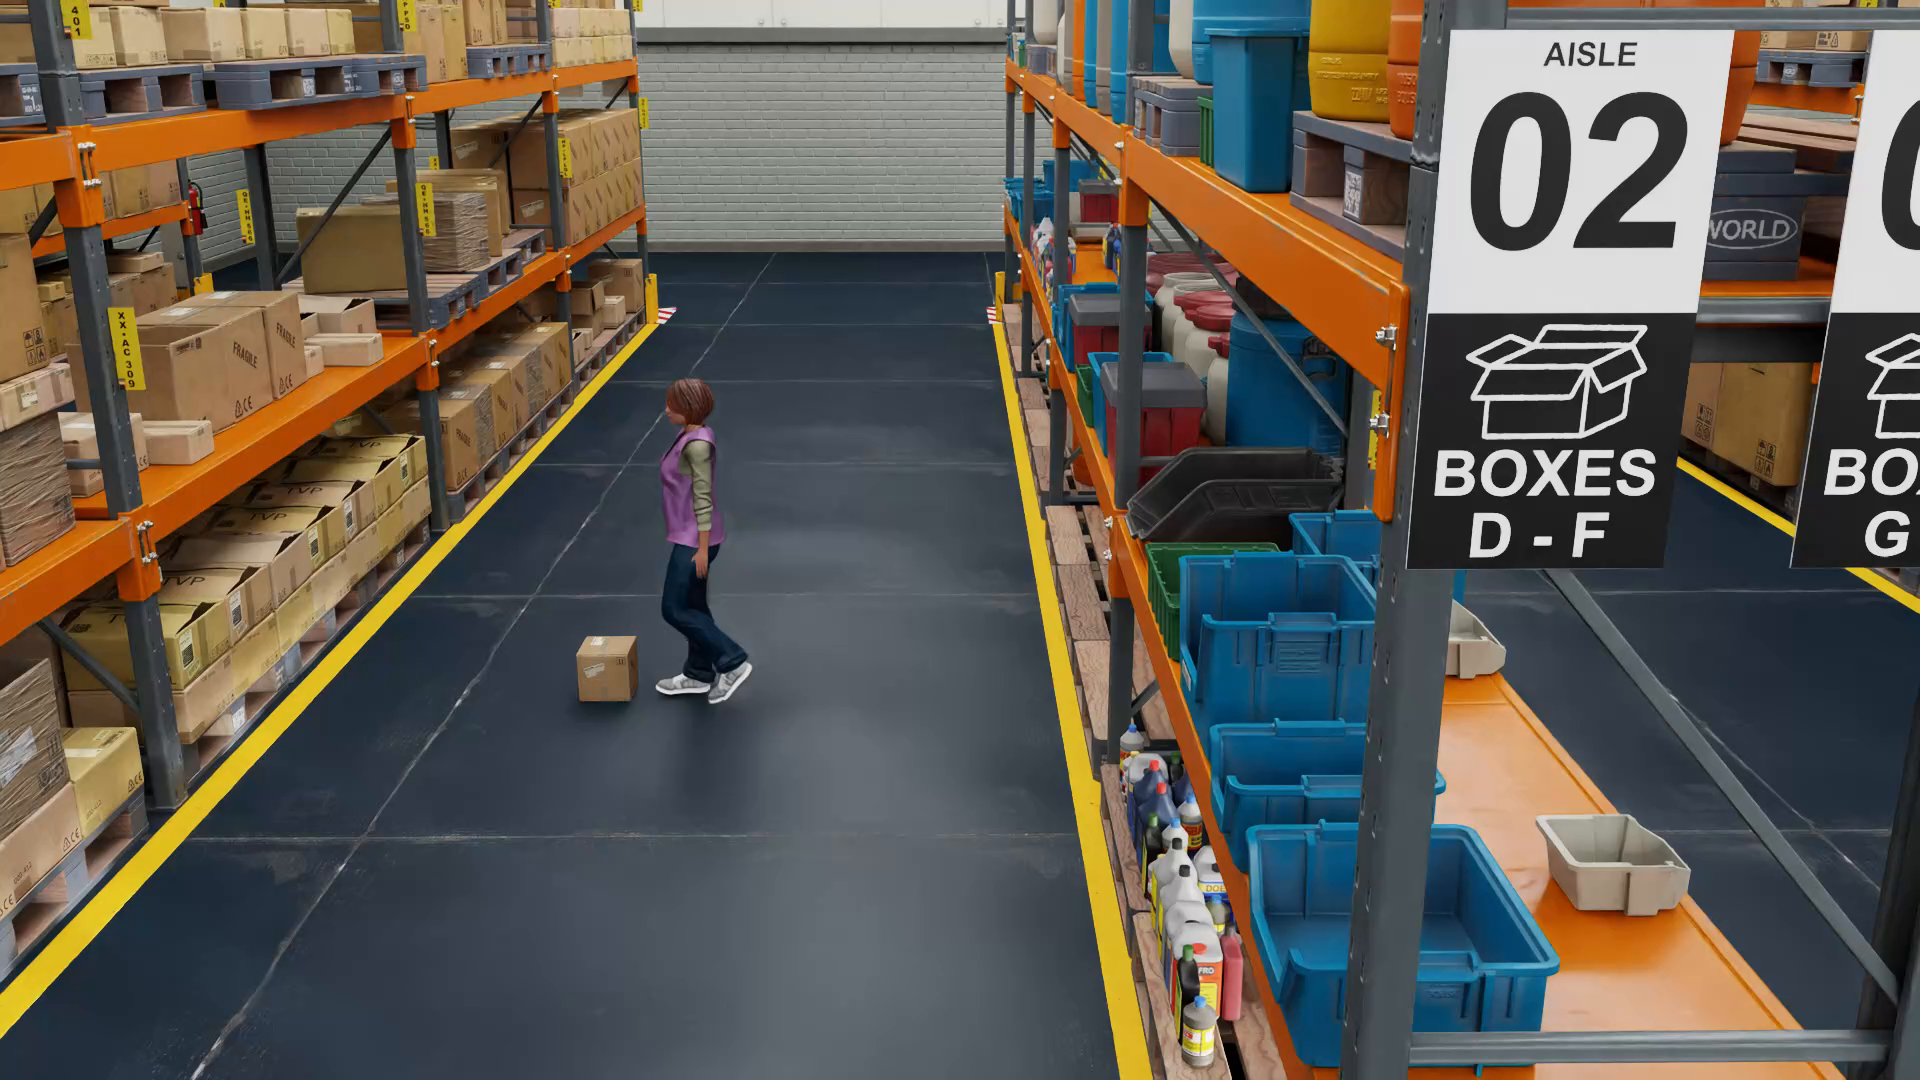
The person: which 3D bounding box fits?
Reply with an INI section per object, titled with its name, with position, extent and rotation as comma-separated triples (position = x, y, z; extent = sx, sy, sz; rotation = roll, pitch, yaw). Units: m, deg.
[person]
position = -1.267, 0.003, 8.015
extent = 0.481, 1.598, 0.438
rotation = -2, 18, -7
